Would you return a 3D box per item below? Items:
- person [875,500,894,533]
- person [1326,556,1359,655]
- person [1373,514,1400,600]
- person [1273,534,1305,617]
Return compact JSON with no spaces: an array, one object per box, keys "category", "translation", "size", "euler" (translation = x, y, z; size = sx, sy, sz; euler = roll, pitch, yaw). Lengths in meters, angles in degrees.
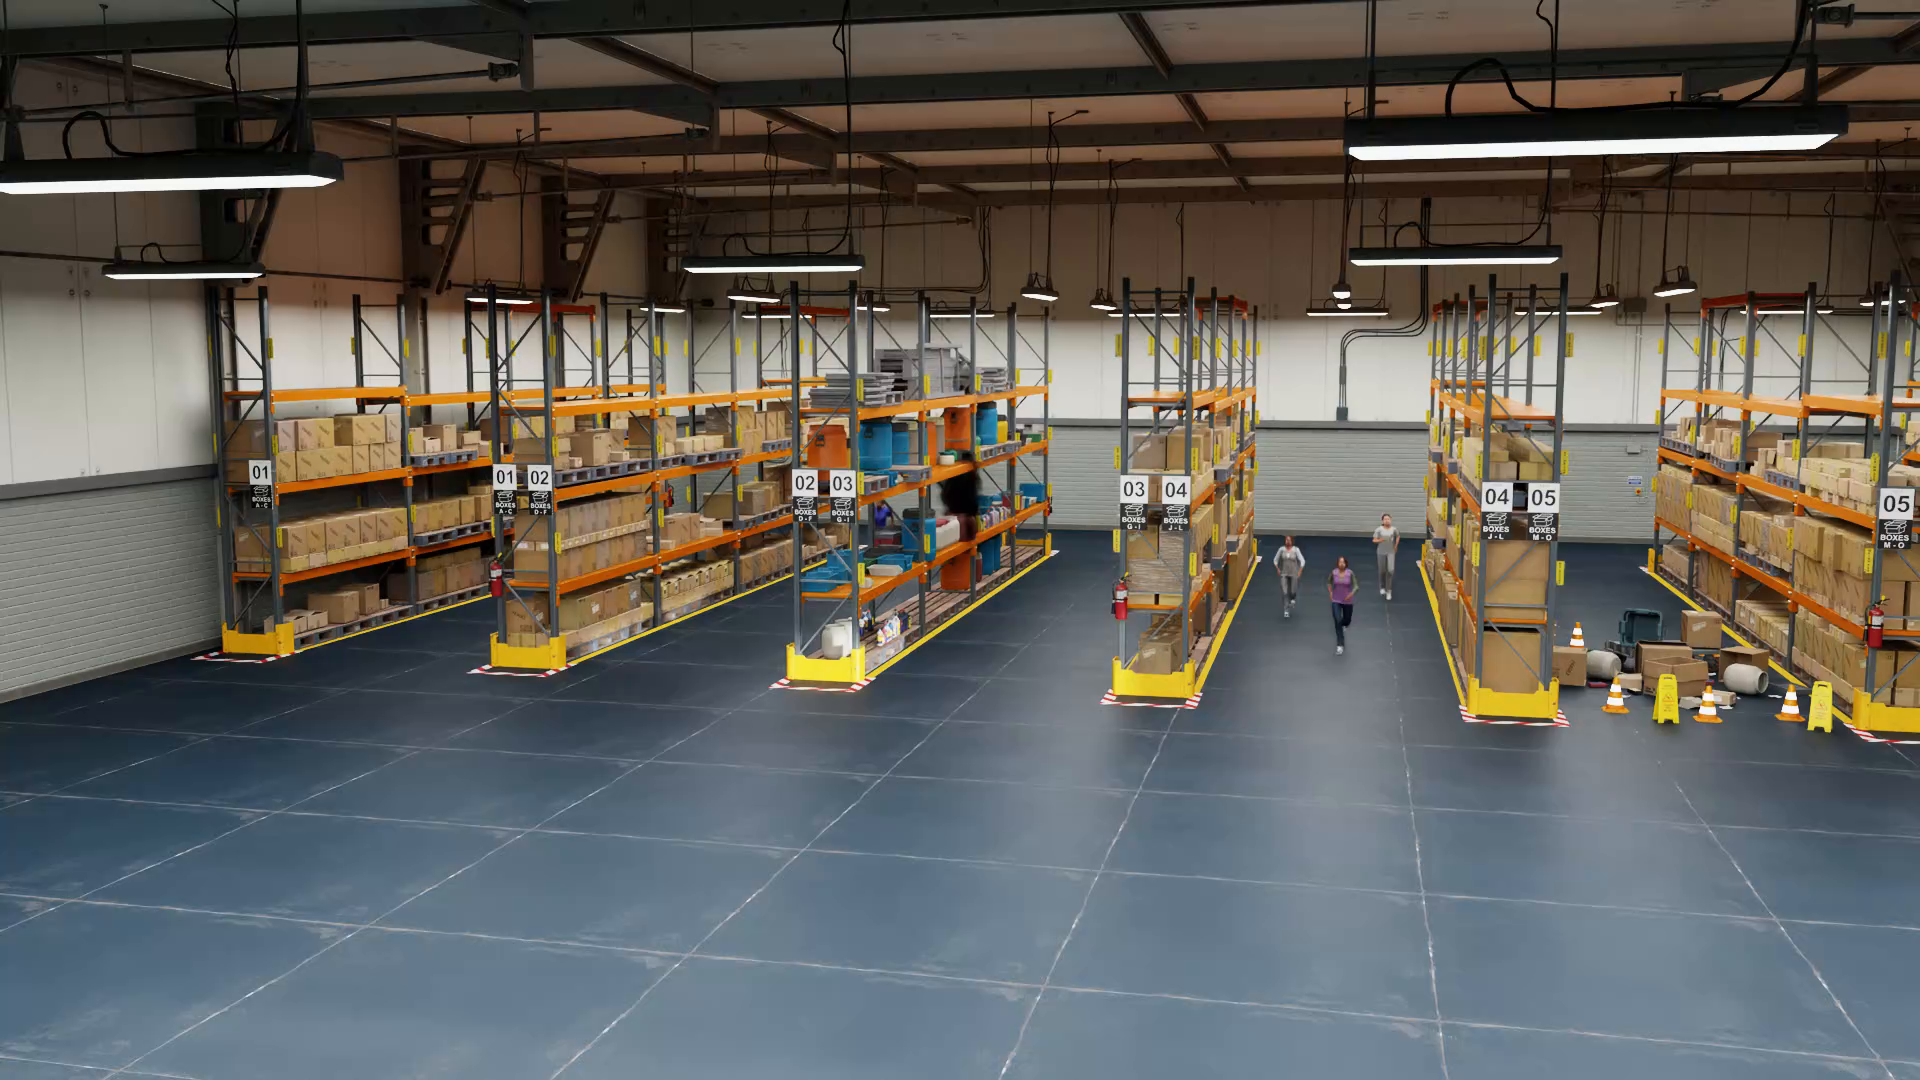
[{"category":"person","translation":[-1.827,-0.187,38.454],"size":[0.554,1.590,0.696],"euler":[1,7,11]},{"category":"person","translation":[6.374,1.056,27.730],"size":[0.510,1.586,1.002],"euler":[1,7,8]},{"category":"person","translation":[8.580,0.319,33.488],"size":[0.549,1.714,0.728],"euler":[1,7,11]},{"category":"person","translation":[6.157,0.656,31.163],"size":[0.584,1.547,0.585],"euler":[2,7,14]}]
